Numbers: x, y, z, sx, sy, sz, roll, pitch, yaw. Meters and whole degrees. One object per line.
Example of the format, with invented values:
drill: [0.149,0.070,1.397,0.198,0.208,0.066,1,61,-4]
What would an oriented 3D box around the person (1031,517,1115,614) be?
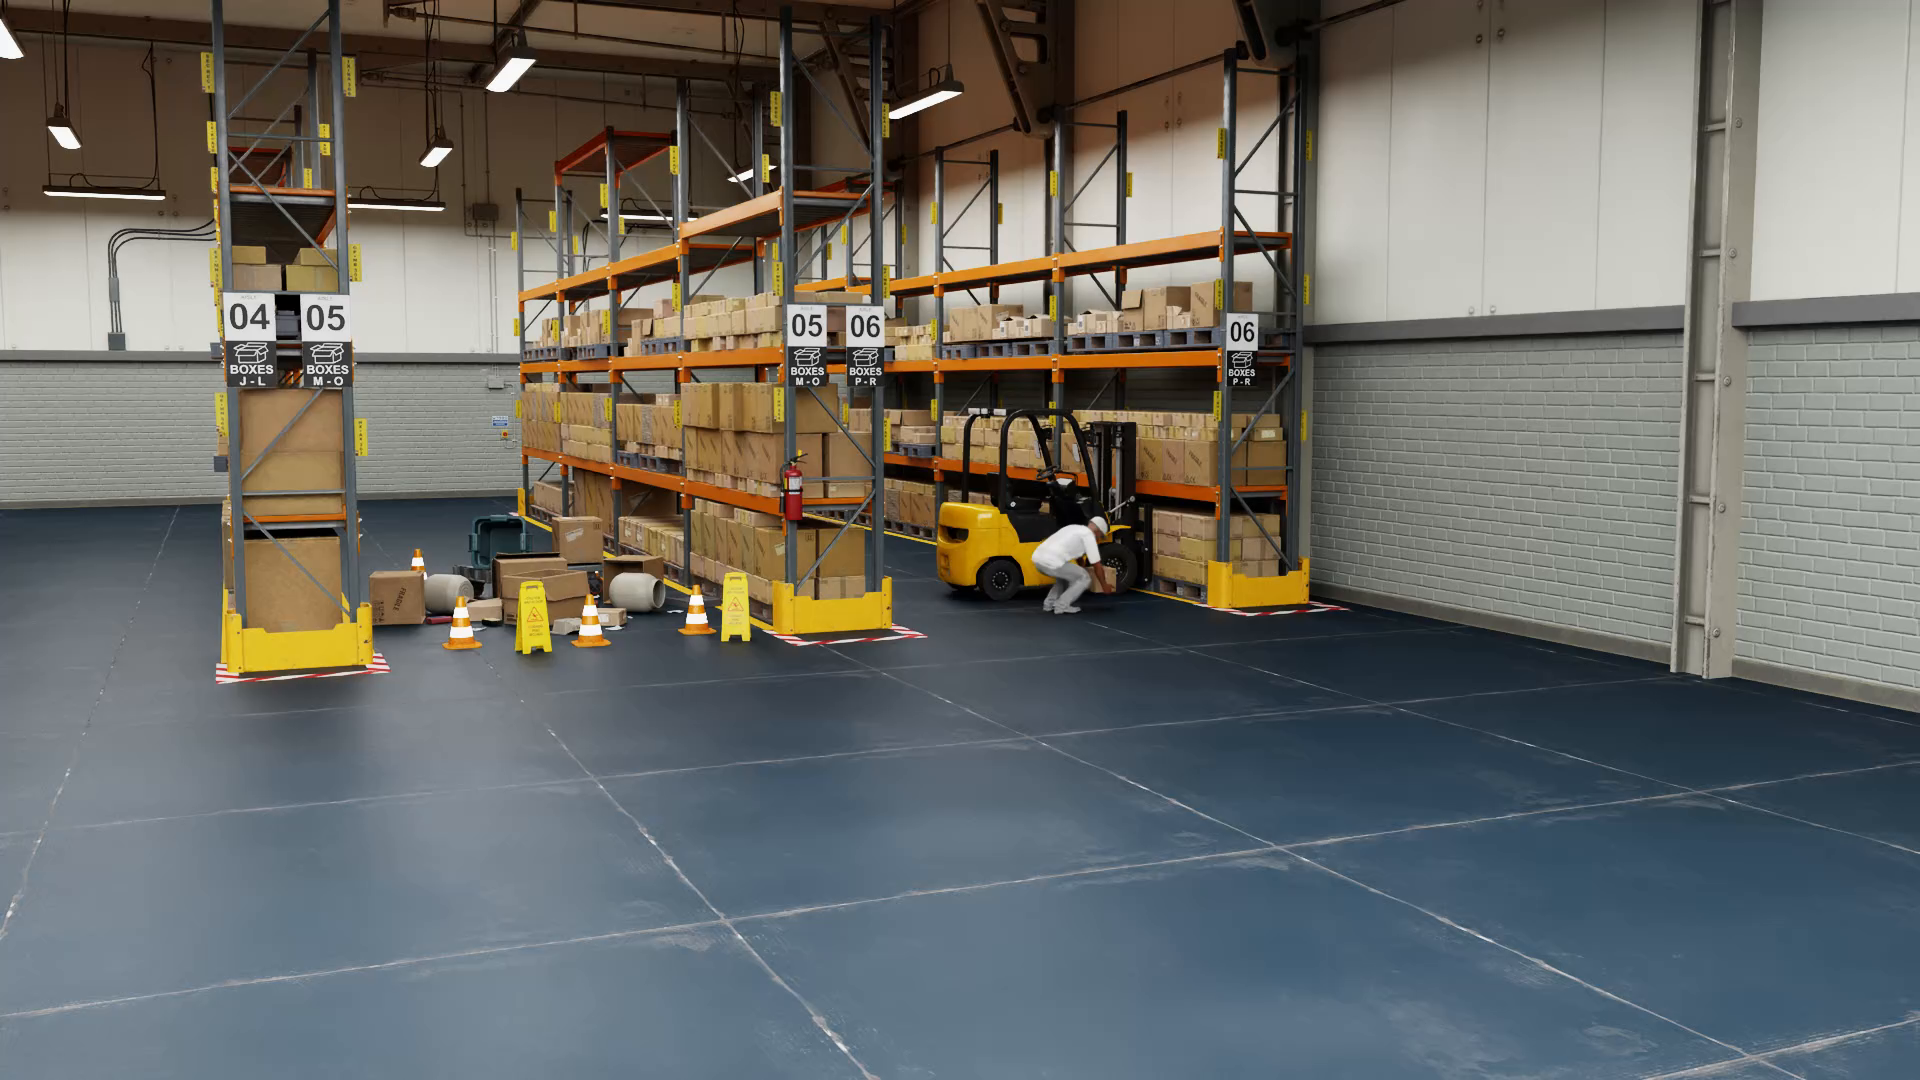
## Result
person: [1.202,0.264,17.916,0.911,1.010,0.536,-3,6,-25]
